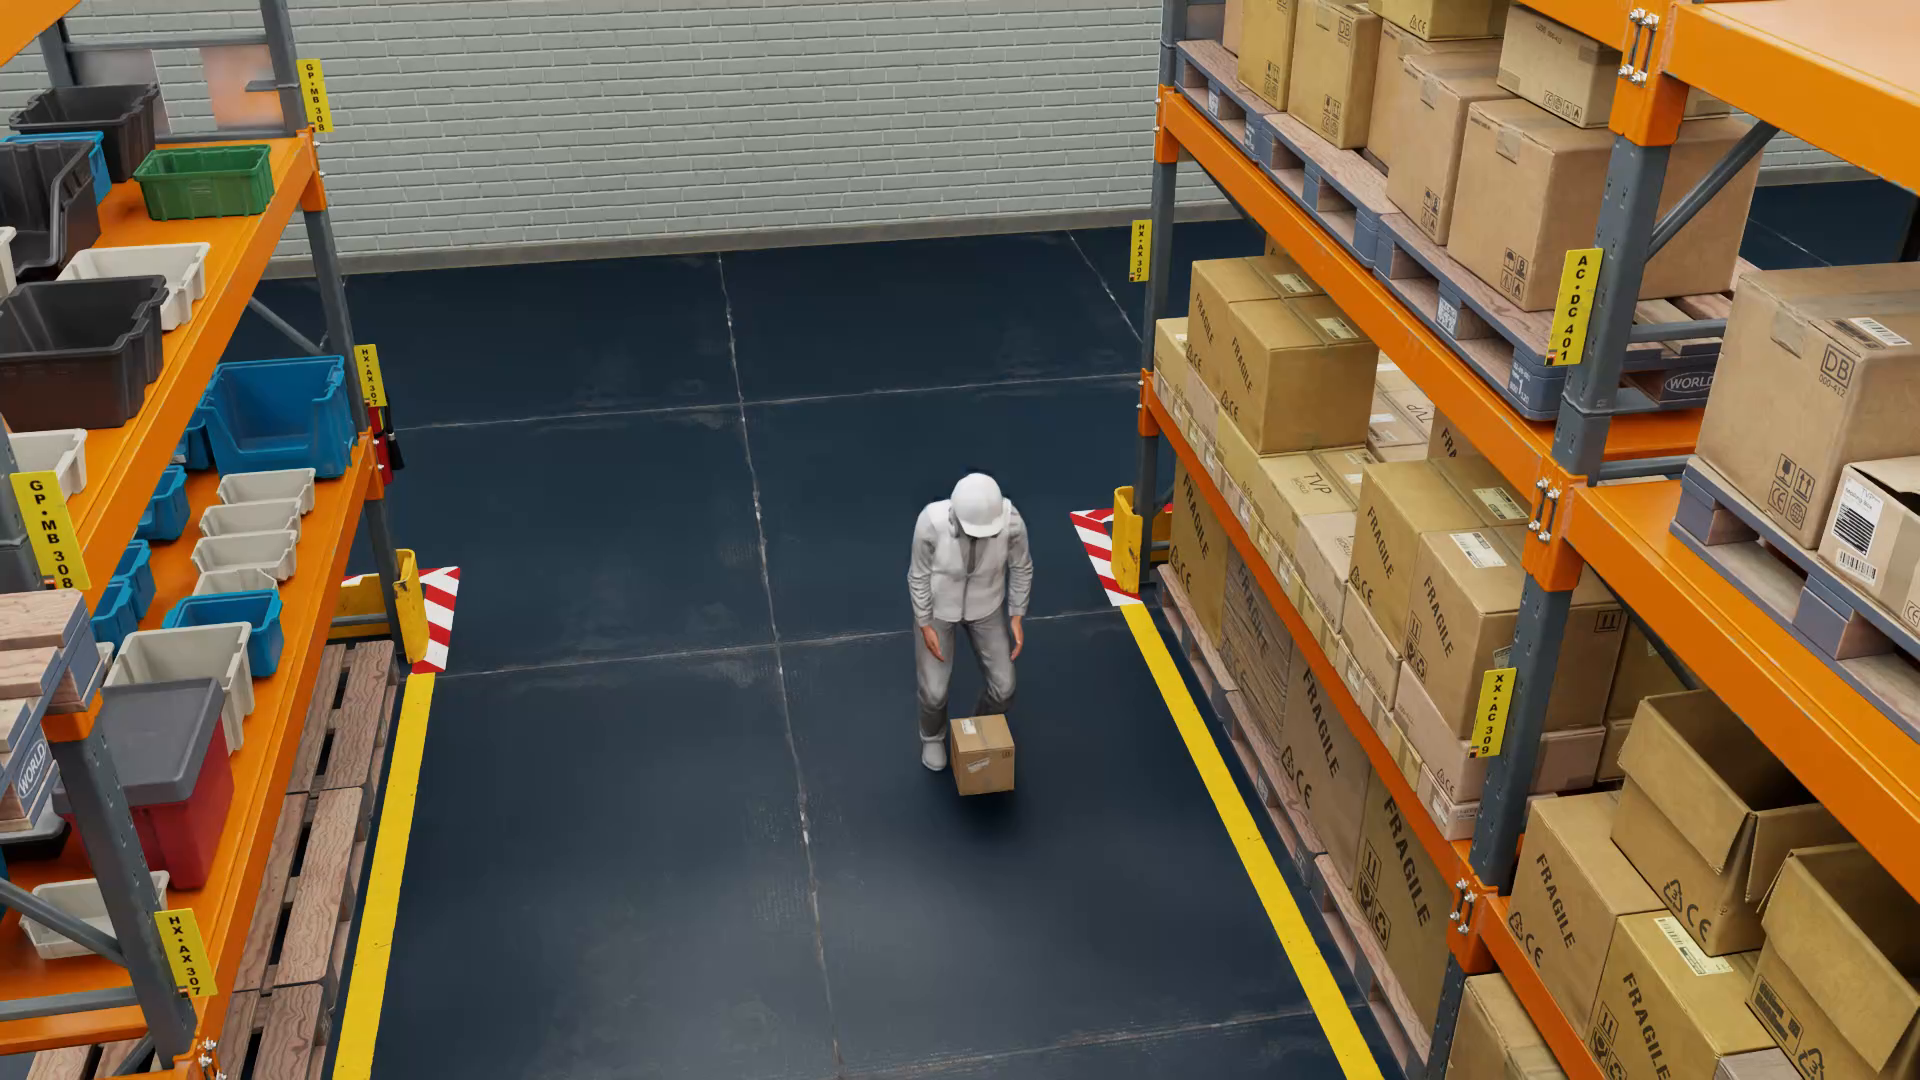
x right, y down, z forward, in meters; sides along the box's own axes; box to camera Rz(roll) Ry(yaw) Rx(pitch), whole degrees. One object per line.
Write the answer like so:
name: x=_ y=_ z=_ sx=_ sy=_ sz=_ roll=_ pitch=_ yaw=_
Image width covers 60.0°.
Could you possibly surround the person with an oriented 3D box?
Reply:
person: x=0.045 y=0.340 z=7.687 sx=0.581 sy=1.628 sz=0.604 roll=-5 pitch=31 yaw=-8
